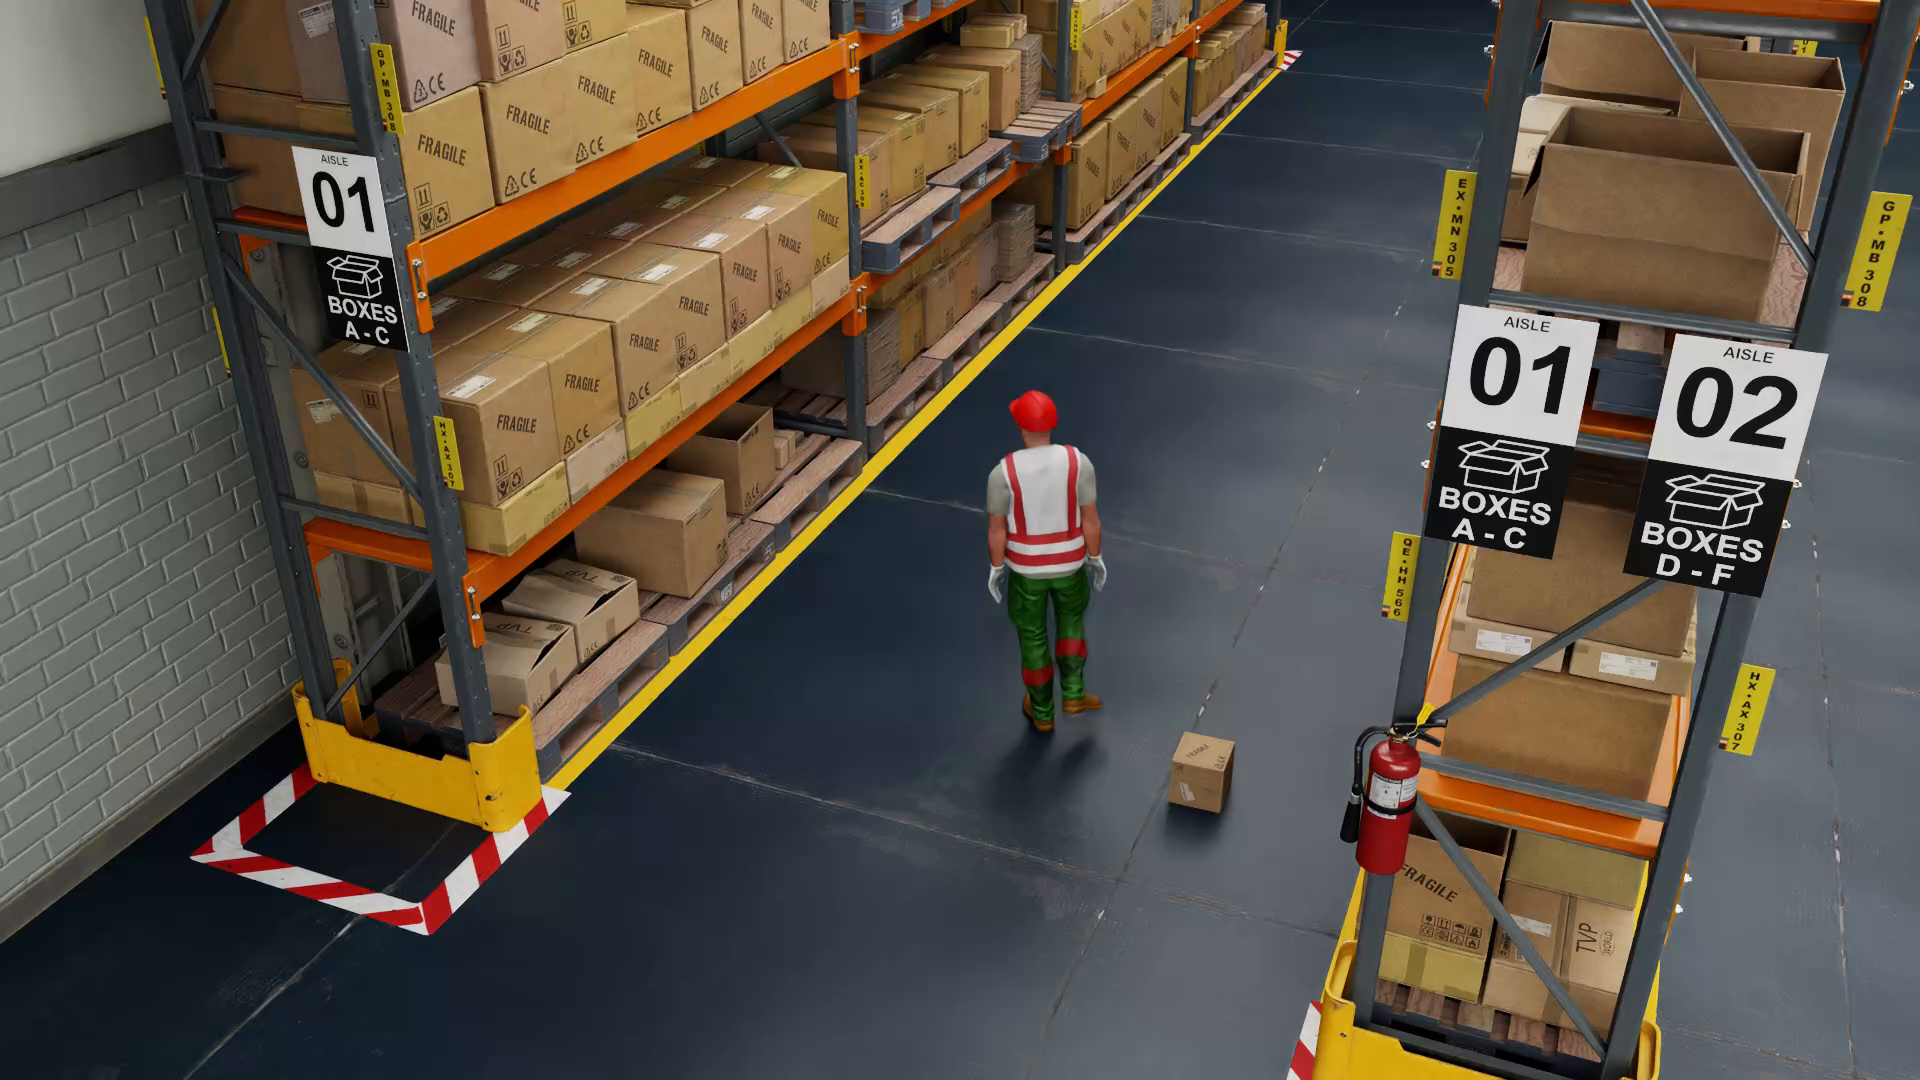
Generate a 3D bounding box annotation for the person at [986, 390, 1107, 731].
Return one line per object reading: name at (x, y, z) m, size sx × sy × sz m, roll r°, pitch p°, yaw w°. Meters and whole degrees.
person at (0.423, 0.135, 8.121) m, size 0.588 × 1.779 × 0.546 m, roll -5°, pitch 30°, yaw -8°
